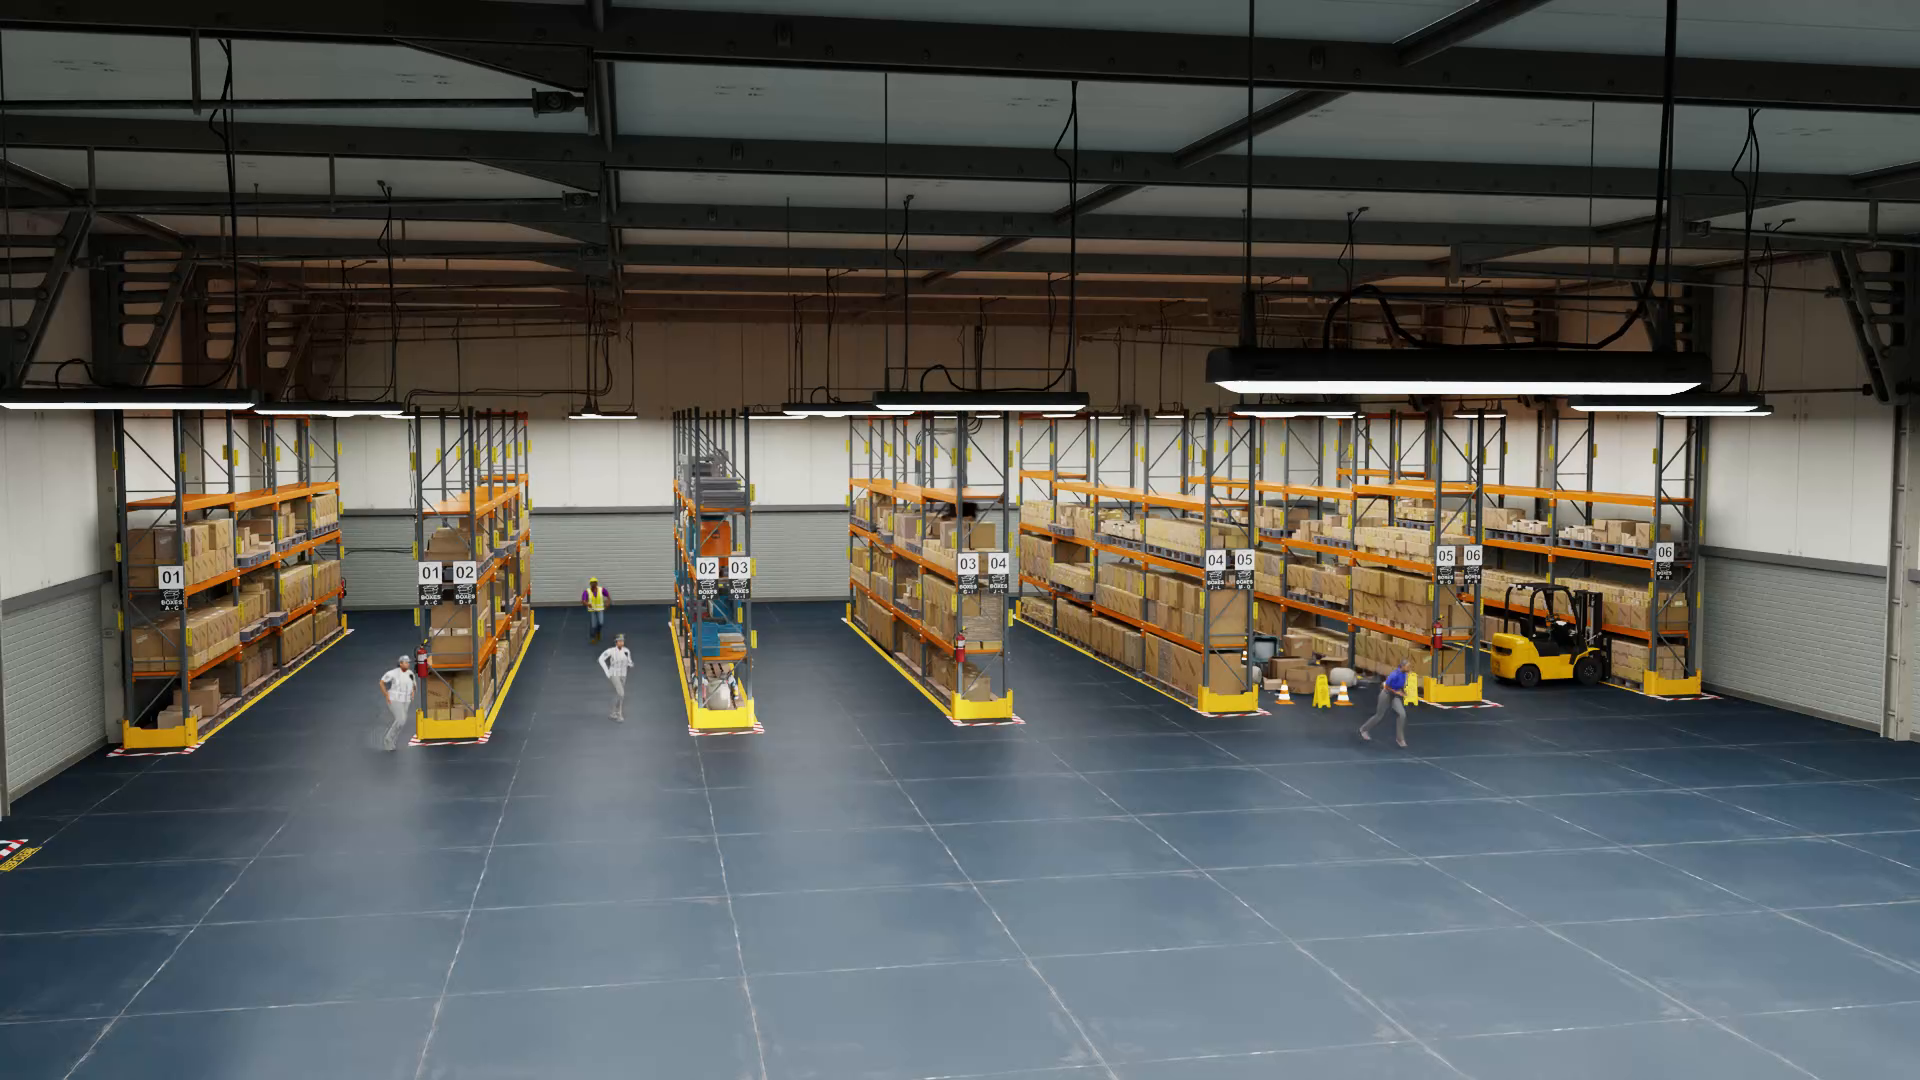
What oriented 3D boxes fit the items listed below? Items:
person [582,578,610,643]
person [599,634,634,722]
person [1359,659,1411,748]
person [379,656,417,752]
[{"bbox_3d":[-9.350,1.816,42.741,0.723,1.716,0.751,-1,4,-15],"label":"person"},{"bbox_3d":[-6.533,2.638,31.771,0.613,1.721,0.757,-4,5,-42],"label":"person"},{"bbox_3d":[7.547,2.868,29.491,0.967,1.615,0.617,3,5,41],"label":"person"},{"bbox_3d":[-9.781,2.850,29.071,0.581,1.646,0.657,3,5,32],"label":"person"}]
